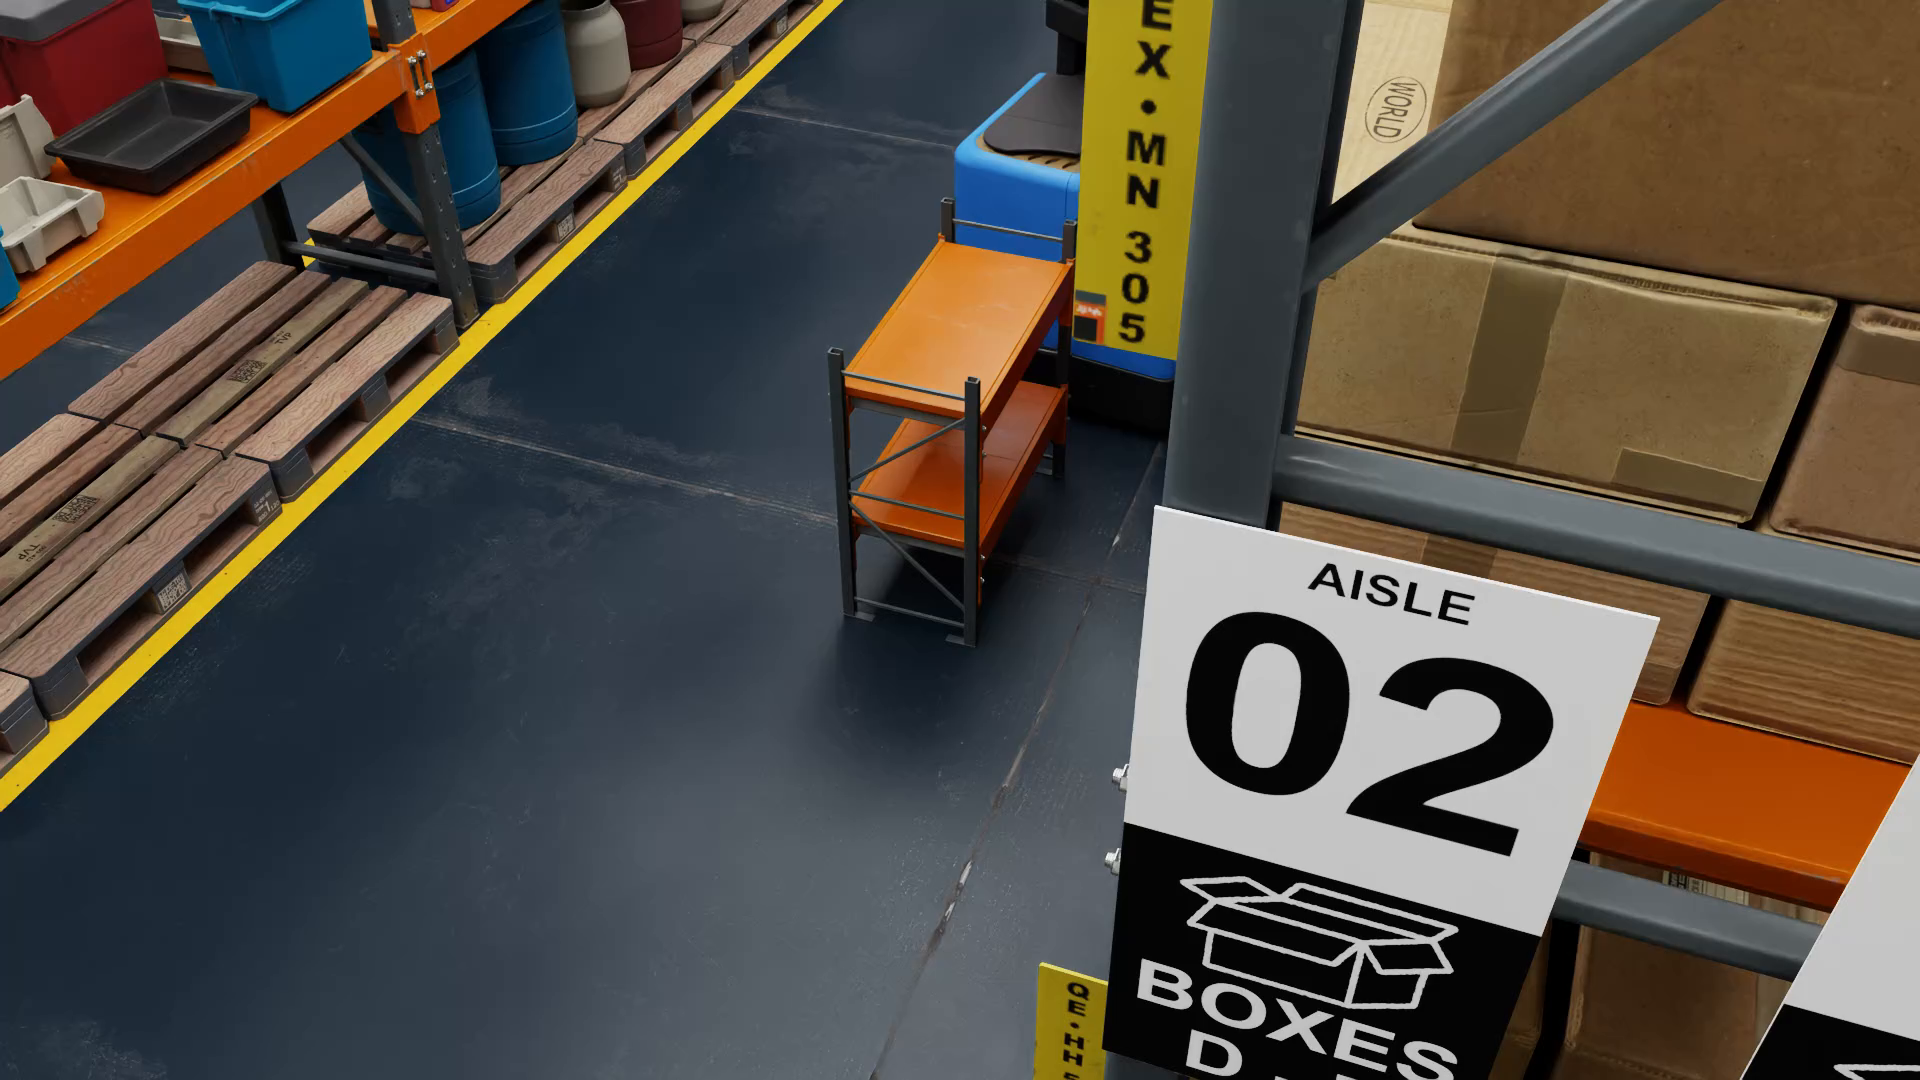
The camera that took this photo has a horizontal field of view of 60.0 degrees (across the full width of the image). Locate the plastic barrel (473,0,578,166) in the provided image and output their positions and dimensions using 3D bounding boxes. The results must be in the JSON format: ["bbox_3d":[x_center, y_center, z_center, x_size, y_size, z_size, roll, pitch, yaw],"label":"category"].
[{"bbox_3d":[-2.186,-2.331,7.965,0.600,0.901,0.708,13,42,15],"label":"plastic barrel"}]

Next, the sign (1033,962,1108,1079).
[{"bbox_3d":[0.141,0.635,2.059,0.100,0.325,0.005,13,42,15],"label":"sign"}]

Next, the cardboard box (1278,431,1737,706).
[{"bbox_3d":[0.584,-0.125,1.889,0.500,0.250,0.500,13,42,15],"label":"cardboard box"}]

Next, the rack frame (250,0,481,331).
[{"bbox_3d":[-2.630,-2.210,6.529,1.000,3.000,0.127,13,42,15],"label":"rack frame"}]

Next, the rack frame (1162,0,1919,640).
[{"bbox_3d":[0.656,-0.951,0.431,1.000,3.000,0.127,13,42,15],"label":"rack frame"}]

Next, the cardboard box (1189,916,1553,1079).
[{"bbox_3d":[0.550,0.580,2.411,0.500,0.500,0.500,13,42,15],"label":"cardboard box"}]

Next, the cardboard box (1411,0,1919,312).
[{"bbox_3d":[0.816,-0.545,1.419,0.700,0.500,0.500,13,42,15],"label":"cardboard box"}]

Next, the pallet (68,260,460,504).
[{"bbox_3d":[-2.845,-0.692,6.899,1.003,0.211,1.213,13,42,15],"label":"pallet"}]

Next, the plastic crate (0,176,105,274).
[{"bbox_3d":[-2.943,-1.004,5.272,0.293,0.136,0.466,13,42,15],"label":"plastic crate"}]

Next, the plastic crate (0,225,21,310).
[{"bbox_3d":[-3.051,-0.793,4.951,0.416,0.233,0.300,13,42,15],"label":"plastic crate"}]

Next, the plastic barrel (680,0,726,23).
[{"bbox_3d":[-1.522,-3.197,9.279,0.421,0.512,0.421,0,40,0],"label":"plastic barrel"}]

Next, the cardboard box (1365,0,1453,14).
[{"bbox_3d":[0.763,-0.618,2.082,0.500,0.250,0.500,13,42,15],"label":"cardboard box"}]

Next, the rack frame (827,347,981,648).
[{"bbox_3d":[-0.176,-0.114,5.517,0.500,1.125,0.032,13,42,15],"label":"rack frame"}]

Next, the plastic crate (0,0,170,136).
[{"bbox_3d":[-3.171,-1.768,5.916,0.402,0.464,0.583,13,42,15],"label":"plastic crate"}]

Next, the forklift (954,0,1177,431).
[{"bbox_3d":[1.088,-2.501,6.924,1.130,2.935,3.031,19,44,20],"label":"forklift"}]

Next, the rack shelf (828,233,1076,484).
[{"bbox_3d":[-0.002,-0.646,5.690,0.538,0.278,1.000,13,42,15],"label":"rack shelf"}]

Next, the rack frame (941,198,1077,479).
[{"bbox_3d":[0.172,-0.734,6.243,0.500,1.125,0.032,13,42,15],"label":"rack frame"}]

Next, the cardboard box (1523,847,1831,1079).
[{"bbox_3d":[1.055,0.701,2.270,0.500,0.500,0.500,15,43,16],"label":"cardboard box"}]

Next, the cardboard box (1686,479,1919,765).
[{"bbox_3d":[1.071,-0.010,1.755,0.500,0.250,0.500,13,42,15],"label":"cardboard box"}]

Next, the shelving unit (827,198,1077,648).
[{"bbox_3d":[-0.002,-0.424,5.880,0.538,1.125,1.048,13,42,15],"label":"shelving unit"}]

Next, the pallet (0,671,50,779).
[{"bbox_3d":[-3.679,0.796,5.154,1.003,0.211,1.213,13,42,15],"label":"pallet"}]

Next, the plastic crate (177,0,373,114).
[{"bbox_3d":[-2.469,-1.866,6.093,0.392,0.384,0.575,13,42,15],"label":"plastic crate"}]

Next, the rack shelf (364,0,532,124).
[{"bbox_3d":[-1.946,-3.156,8.193,1.077,0.370,4.000,13,42,15],"label":"rack shelf"}]

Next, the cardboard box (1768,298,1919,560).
[{"bbox_3d":[1.076,-0.199,1.591,0.500,0.250,0.500,13,42,15],"label":"cardboard box"}]

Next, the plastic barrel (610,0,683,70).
[{"bbox_3d":[-1.799,-2.901,8.874,0.600,0.588,0.708,13,42,15],"label":"plastic barrel"}]

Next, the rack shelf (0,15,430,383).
[{"bbox_3d":[-3.314,-0.717,5.333,1.077,0.370,4.000,13,42,15],"label":"rack shelf"}]

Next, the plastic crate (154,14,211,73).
[{"bbox_3d":[-2.923,-1.880,6.300,0.396,0.136,0.243,13,42,15],"label":"plastic crate"}]

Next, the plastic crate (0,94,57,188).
[{"bbox_3d":[-3.325,-1.297,5.505,0.437,0.282,0.530,13,42,15],"label":"plastic crate"}]

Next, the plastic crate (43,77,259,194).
[{"bbox_3d":[-2.760,-1.386,5.729,0.437,0.125,0.590,13,42,15],"label":"plastic crate"}]

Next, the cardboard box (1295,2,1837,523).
[{"bbox_3d":[0.592,-0.313,1.725,0.500,0.250,0.500,13,42,15],"label":"cardboard box"}]

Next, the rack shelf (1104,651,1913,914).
[{"bbox_3d":[1.340,-0.756,3.068,1.077,0.370,4.000,13,42,15],"label":"rack shelf"}]

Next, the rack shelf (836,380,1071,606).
[{"bbox_3d":[-0.002,-0.238,6.039,0.538,0.278,1.000,13,42,15],"label":"rack shelf"}]

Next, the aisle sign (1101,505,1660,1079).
[{"bbox_3d":[0.345,0.316,1.566,0.394,0.787,0.004,13,42,15],"label":"aisle sign"}]

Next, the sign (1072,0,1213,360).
[{"bbox_3d":[0.141,-0.282,1.276,0.100,0.325,0.005,13,42,15],"label":"sign"}]

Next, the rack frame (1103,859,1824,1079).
[{"bbox_3d":[0.656,1.331,2.378,1.000,3.000,0.127,13,42,15],"label":"rack frame"}]

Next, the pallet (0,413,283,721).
[{"bbox_3d":[-3.260,0.055,6.023,1.003,0.211,1.213,13,42,15],"label":"pallet"}]

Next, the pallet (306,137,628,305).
[{"bbox_3d":[-2.327,-1.611,7.975,1.003,0.211,1.213,13,42,15],"label":"pallet"}]

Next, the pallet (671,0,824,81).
[{"bbox_3d":[-1.492,-3.099,9.719,1.003,0.211,1.213,13,42,15],"label":"pallet"}]

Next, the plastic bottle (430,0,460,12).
[{"bbox_3d":[-2.103,-2.295,6.718,0.061,0.283,0.133,13,42,15],"label":"plastic bottle"}]

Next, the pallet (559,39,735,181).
[{"bbox_3d":[-1.911,-2.357,8.850,1.003,0.211,1.213,13,42,15],"label":"pallet"}]

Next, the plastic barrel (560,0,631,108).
[{"bbox_3d":[-1.908,-2.508,8.472,0.421,0.512,0.421,0,40,0],"label":"plastic barrel"}]

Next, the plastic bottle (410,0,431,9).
[{"bbox_3d":[-2.191,-2.359,6.742,0.144,0.351,0.185,13,42,15],"label":"plastic bottle"}]

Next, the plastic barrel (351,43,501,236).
[{"bbox_3d":[-2.428,-1.900,7.459,0.600,0.901,0.708,13,42,15],"label":"plastic barrel"}]
